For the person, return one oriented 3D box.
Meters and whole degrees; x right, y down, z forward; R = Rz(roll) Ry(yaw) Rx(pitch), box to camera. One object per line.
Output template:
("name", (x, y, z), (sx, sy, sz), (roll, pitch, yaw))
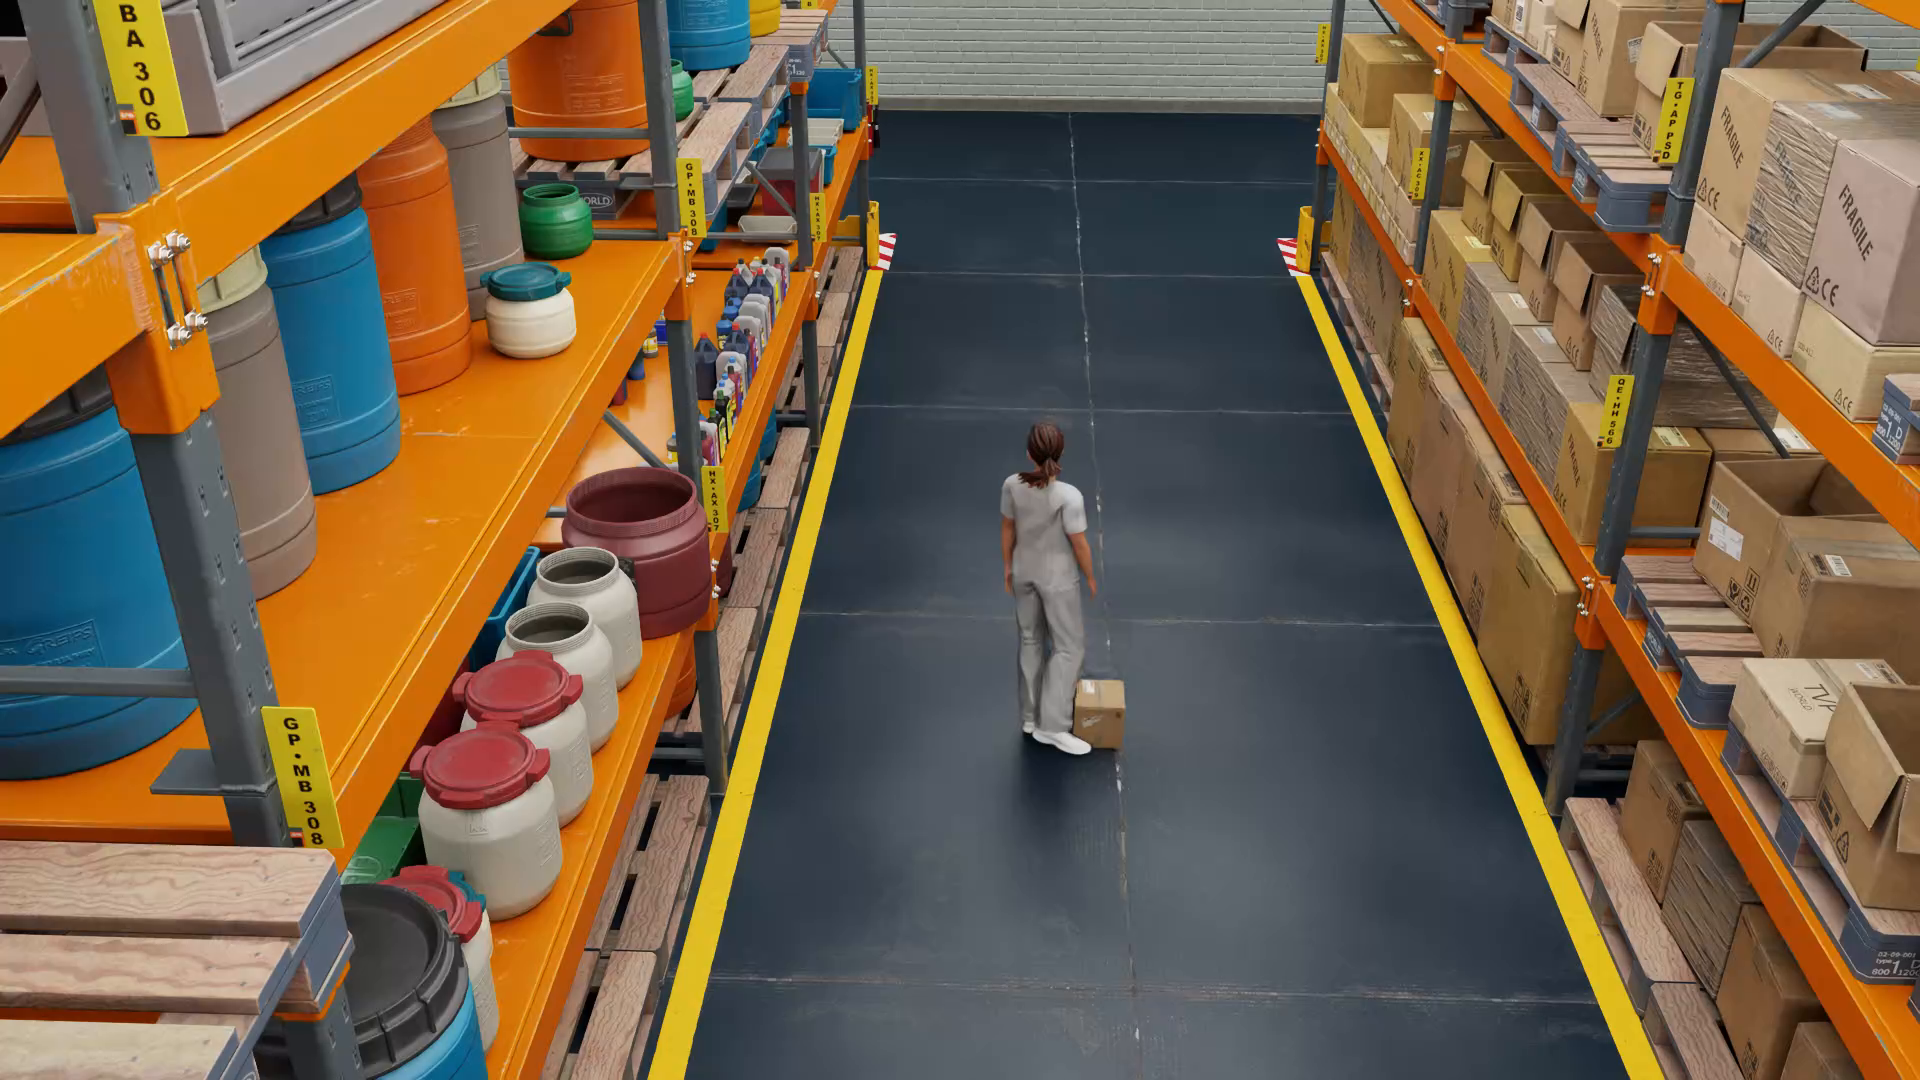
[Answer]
("person", (0.458, 0.223, 8.168), (0.616, 1.669, 0.409), (18, 33, 31))
